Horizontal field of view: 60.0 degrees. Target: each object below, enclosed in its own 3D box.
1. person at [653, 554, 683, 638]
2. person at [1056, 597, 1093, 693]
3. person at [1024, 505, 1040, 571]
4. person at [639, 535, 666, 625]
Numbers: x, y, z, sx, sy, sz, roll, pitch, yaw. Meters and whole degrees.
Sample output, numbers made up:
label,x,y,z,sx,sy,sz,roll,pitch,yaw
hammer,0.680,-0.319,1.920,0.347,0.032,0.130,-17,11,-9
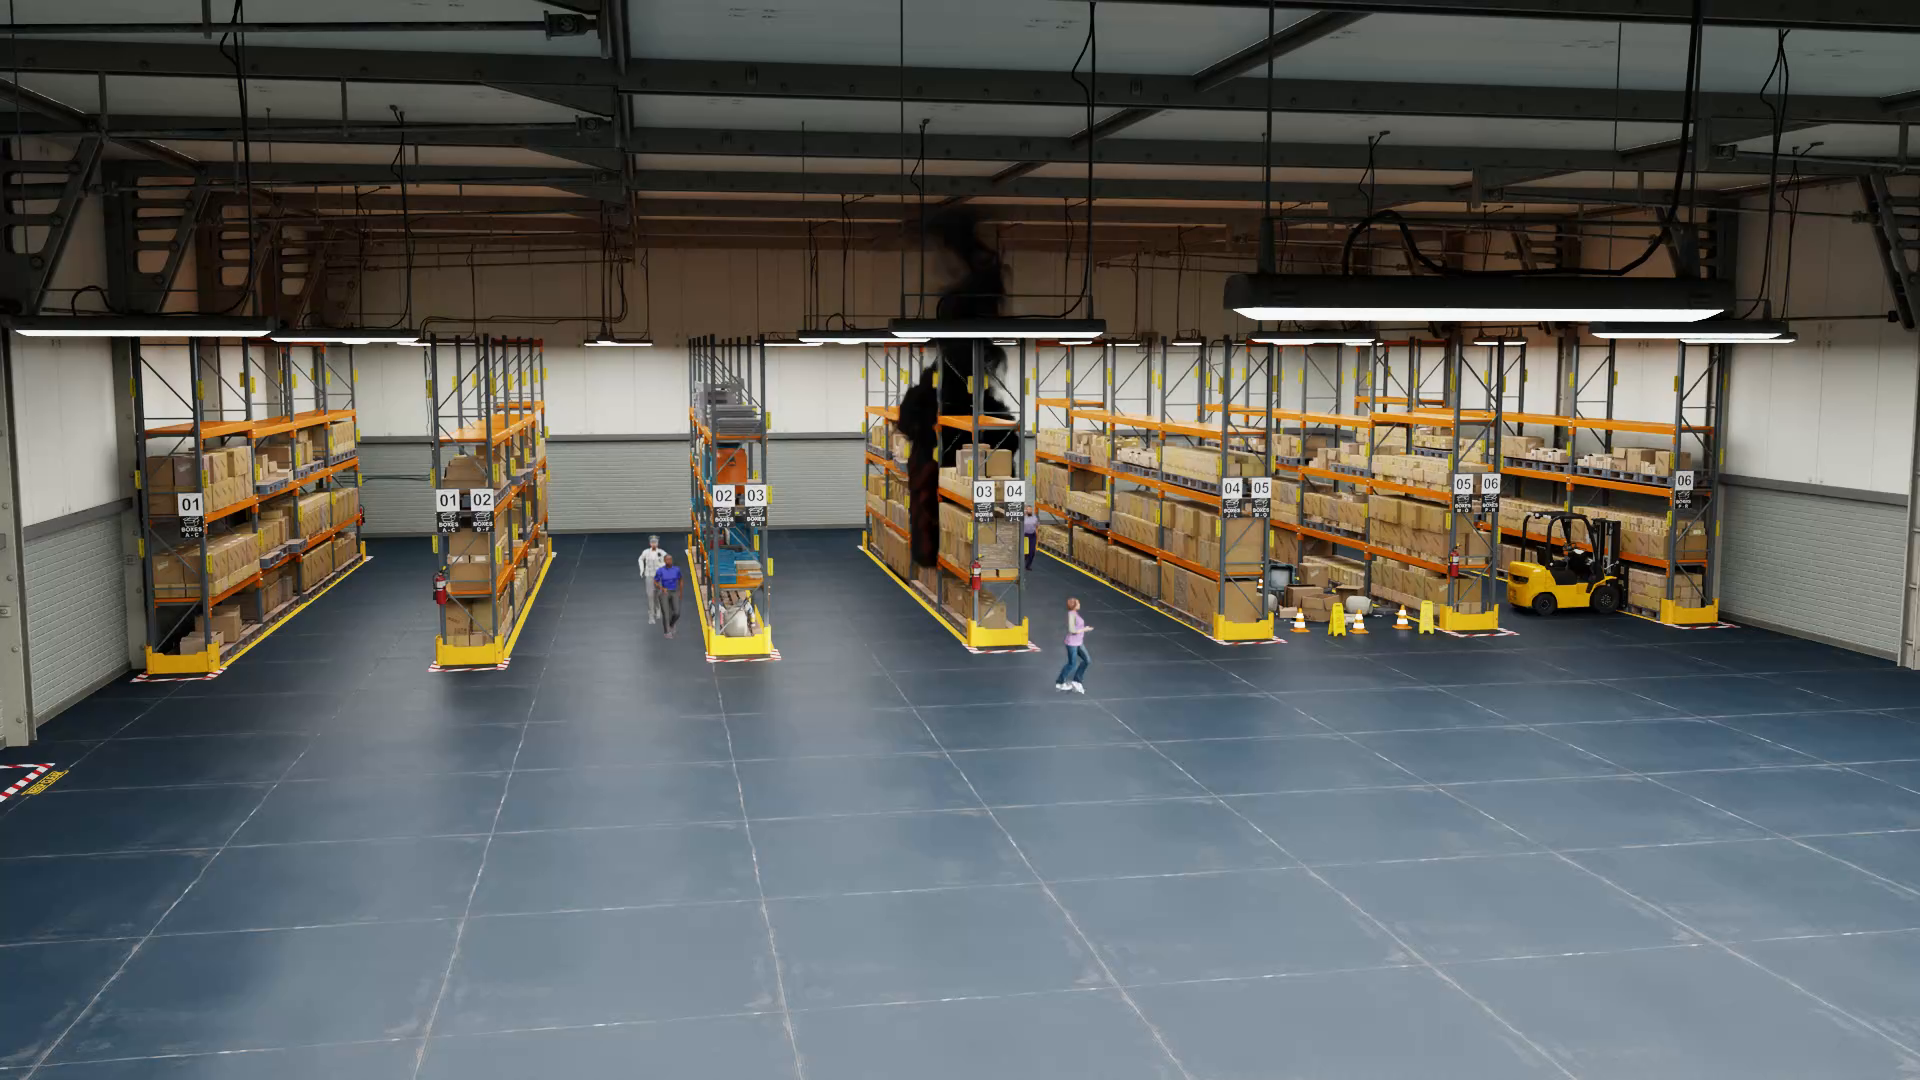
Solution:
label,x,y,z,sx,sy,sz,roll,pitch,yaw
person,-5.466,1.061,31.306,0.585,1.617,0.564,-3,7,-22
person,1.920,1.773,27.720,0.650,1.603,0.513,2,7,20
person,1.706,-0.026,40.775,0.606,1.609,0.556,-2,7,-20
person,-6.113,0.767,33.278,0.596,1.742,0.792,-1,7,-12
